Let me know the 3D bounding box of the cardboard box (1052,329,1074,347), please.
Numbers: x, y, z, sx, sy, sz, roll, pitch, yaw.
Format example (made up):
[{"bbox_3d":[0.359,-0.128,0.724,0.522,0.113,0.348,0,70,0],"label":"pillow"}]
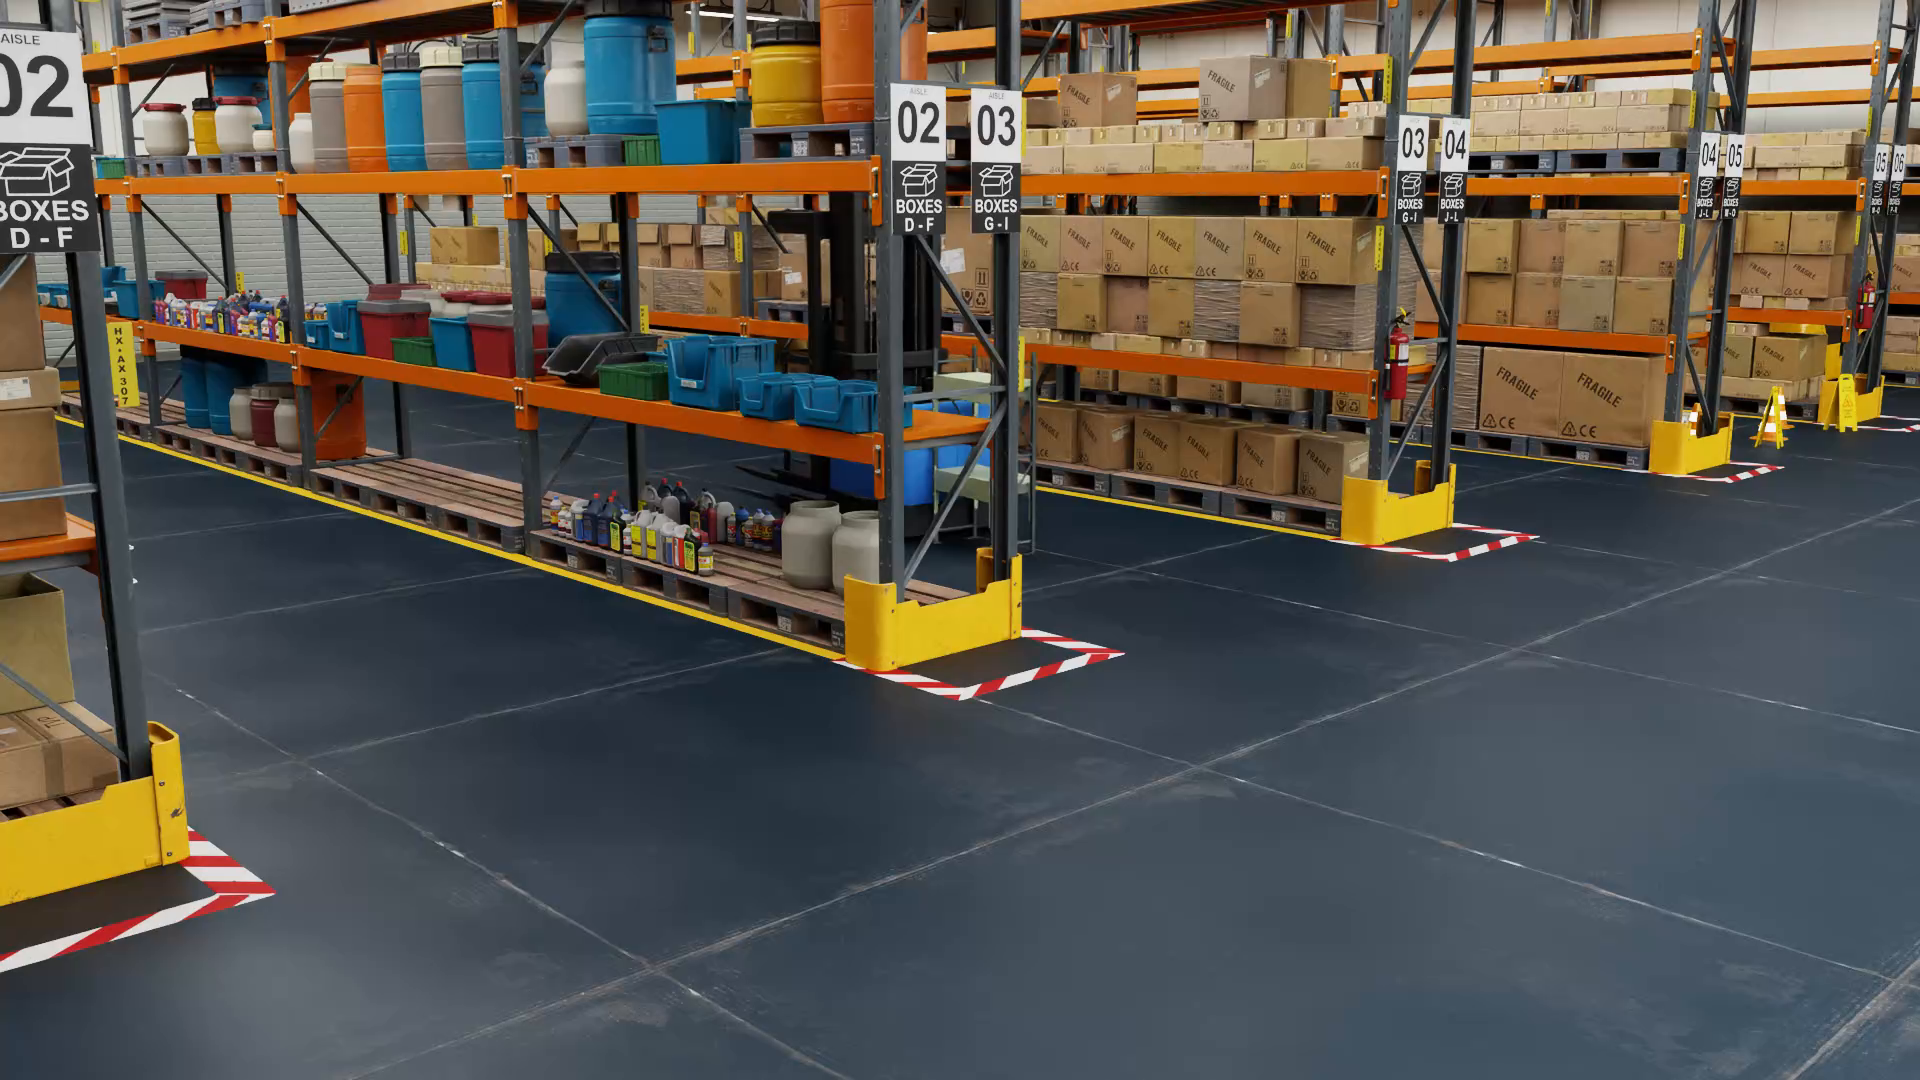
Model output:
[{"bbox_3d":[1.050,-1.834,15.002,0.380,0.149,0.250,-11,16,-43],"label":"cardboard box"}]

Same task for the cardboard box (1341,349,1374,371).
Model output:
[{"bbox_3d":[3.179,-1.407,12.931,0.380,0.149,0.250,-11,16,-43],"label":"cardboard box"}]

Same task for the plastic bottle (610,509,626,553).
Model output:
[{"bbox_3d":[-2.348,-0.063,11.425,0.061,0.283,0.133,-10,15,-40],"label":"plastic bottle"}]

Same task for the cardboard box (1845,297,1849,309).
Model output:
[{"bbox_3d":[10.608,-2.854,19.952,0.380,0.149,0.250,-11,16,-42],"label":"cardboard box"}]

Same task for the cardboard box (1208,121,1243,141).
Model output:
[{"bbox_3d":[2.215,-3.296,13.428,0.250,0.149,0.380,11,16,42],"label":"cardboard box"}]

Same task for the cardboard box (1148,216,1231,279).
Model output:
[{"bbox_3d":[1.935,-2.467,13.991,0.500,0.500,0.500,-11,16,-43],"label":"cardboard box"}]

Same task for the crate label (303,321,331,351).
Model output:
[{"bbox_3d":[-5.562,-1.799,14.625,0.303,0.233,0.416,-11,16,-43],"label":"crate label"}]

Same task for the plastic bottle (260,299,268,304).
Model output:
[{"bbox_3d":[-7.237,-2.378,17.330,0.152,0.276,0.135,-11,16,-43],"label":"plastic bottle"}]

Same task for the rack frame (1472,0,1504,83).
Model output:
[{"bbox_3d":[8.756,-7.696,27.968,1.000,3.000,0.127,-11,16,-43],"label":"rack frame"}]

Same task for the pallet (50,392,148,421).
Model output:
[{"bbox_3d":[-10.565,-1.671,20.498,1.003,0.211,1.213,-11,16,-43],"label":"pallet"}]

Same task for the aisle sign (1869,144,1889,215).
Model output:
[{"bbox_3d":[10.526,-4.122,19.044,0.394,0.787,0.004,-11,16,-43],"label":"aisle sign"}]

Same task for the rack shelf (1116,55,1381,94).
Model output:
[{"bbox_3d":[3.039,-5.460,19.884,1.077,0.370,4.000,-11,16,-43],"label":"rack shelf"}]

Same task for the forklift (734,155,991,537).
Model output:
[{"bbox_3d":[-0.896,-1.687,13.838,1.130,2.935,3.031,-8,14,-35],"label":"forklift"}]

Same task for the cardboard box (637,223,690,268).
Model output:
[{"bbox_3d":[-3.408,-3.527,19.862,0.797,0.503,0.637,-10,15,-41],"label":"cardboard box"}]

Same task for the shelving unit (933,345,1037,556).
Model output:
[{"bbox_3d":[0.176,-0.667,12.431,0.431,1.500,0.755,-8,14,-35],"label":"shelving unit"}]

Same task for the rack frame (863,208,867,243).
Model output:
[{"bbox_3d":[-1.104,-3.945,24.627,1.000,3.000,0.127,-11,16,-43],"label":"rack frame"}]

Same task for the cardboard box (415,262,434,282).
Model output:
[{"bbox_3d":[-7.388,-3.817,23.640,0.500,0.250,0.500,11,16,44],"label":"cardboard box"}]

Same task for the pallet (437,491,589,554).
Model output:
[{"bbox_3d":[-3.389,-0.154,13.138,1.003,0.211,1.213,-11,16,-43],"label":"pallet"}]

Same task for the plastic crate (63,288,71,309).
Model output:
[{"bbox_3d":[-10.264,-2.836,19.508,0.416,0.233,0.300,-11,16,-43],"label":"plastic crate"}]

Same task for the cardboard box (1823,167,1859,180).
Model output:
[{"bbox_3d":[10.244,-4.258,19.332,0.380,0.149,0.250,-11,16,-42],"label":"cardboard box"}]

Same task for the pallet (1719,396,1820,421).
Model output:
[{"bbox_3d":[10.105,-1.667,20.481,1.003,0.211,1.213,-11,16,-43],"label":"pallet"}]

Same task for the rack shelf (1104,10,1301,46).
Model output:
[{"bbox_3d":[4.612,-9.848,31.955,1.077,0.370,4.000,-11,16,-43],"label":"rack shelf"}]

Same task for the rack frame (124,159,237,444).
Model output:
[{"bbox_3d":[-8.344,-2.579,17.994,1.000,3.000,0.127,-11,16,-43],"label":"rack frame"}]

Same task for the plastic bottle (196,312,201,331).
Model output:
[{"bbox_3d":[-7.600,-2.205,16.672,0.097,0.201,0.097,0,12,0],"label":"plastic bottle"}]

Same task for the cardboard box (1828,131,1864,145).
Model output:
[{"bbox_3d":[10.246,-4.643,19.228,0.380,0.149,0.250,-11,16,-42],"label":"cardboard box"}]

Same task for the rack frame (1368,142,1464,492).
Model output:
[{"bbox_3d":[3.525,-1.517,12.843,1.000,3.000,0.127,-11,16,-43],"label":"rack frame"}]

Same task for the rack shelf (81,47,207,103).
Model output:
[{"bbox_3d":[-9.725,-5.261,18.918,1.077,0.370,4.000,-11,16,-43],"label":"rack shelf"}]

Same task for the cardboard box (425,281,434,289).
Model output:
[{"bbox_3d":[-7.339,-3.594,23.547,0.380,0.149,0.250,-11,16,-43],"label":"cardboard box"}]

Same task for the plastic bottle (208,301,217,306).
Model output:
[{"bbox_3d":[-7.550,-2.283,16.868,0.152,0.276,0.135,-11,16,-43],"label":"plastic bottle"}]

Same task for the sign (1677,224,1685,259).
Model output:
[{"bbox_3d":[6.781,-2.803,15.629,0.100,0.325,0.005,-11,16,-43],"label":"sign"}]

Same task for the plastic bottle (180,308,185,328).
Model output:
[{"bbox_3d":[-7.919,-2.272,16.999,0.097,0.201,0.097,0,12,0],"label":"plastic bottle"}]

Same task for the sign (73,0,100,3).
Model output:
[{"bbox_3d":[-3.236,-2.150,6.118,0.100,0.325,0.005,-11,16,-43],"label":"sign"}]

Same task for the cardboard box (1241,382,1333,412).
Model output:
[{"bbox_3d":[3.927,-1.960,19.523,1.050,0.750,0.750,-11,16,-43],"label":"cardboard box"}]

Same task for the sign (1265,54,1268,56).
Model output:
[{"bbox_3d":[5.588,-8.704,30.345,0.100,0.325,0.005,-11,16,-43],"label":"sign"}]

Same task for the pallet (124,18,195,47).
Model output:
[{"bbox_3d":[-7.750,-5.112,16.882,1.003,0.211,1.213,-11,16,-43],"label":"pallet"}]

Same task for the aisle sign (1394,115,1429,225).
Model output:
[{"bbox_3d":[3.351,-2.740,12.334,0.394,0.787,0.004,-11,16,-43],"label":"aisle sign"}]

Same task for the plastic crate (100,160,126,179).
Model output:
[{"bbox_3d":[-8.855,-3.964,17.808,0.450,0.188,0.662,-11,16,-43],"label":"plastic crate"}]

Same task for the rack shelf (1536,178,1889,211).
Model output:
[{"bbox_3d":[9.312,-4.307,20.733,1.077,0.370,4.000,-11,16,-43],"label":"rack shelf"}]

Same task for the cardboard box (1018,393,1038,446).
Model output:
[{"bbox_3d":[0.355,-1.185,16.334,0.500,0.500,0.700,10,15,41],"label":"cardboard box"}]

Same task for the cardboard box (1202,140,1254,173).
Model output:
[{"bbox_3d":[2.314,-3.097,13.446,0.500,0.250,0.500,-10,16,-41],"label":"cardboard box"}]

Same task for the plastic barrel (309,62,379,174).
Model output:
[{"bbox_3d":[-5.171,-3.559,14.078,0.600,0.901,0.600,0,12,0],"label":"plastic barrel"}]

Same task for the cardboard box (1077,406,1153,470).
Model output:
[{"bbox_3d":[1.411,-0.936,15.176,0.500,0.500,0.500,-5,13,-25],"label":"cardboard box"}]

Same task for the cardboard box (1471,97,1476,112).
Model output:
[{"bbox_3d":[5.306,-4.483,17.161,0.380,0.149,0.250,-11,16,-43],"label":"cardboard box"}]

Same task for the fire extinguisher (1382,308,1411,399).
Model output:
[{"bbox_3d":[3.271,-1.399,12.458,0.296,0.674,0.183,-11,16,-43],"label":"fire extinguisher"}]

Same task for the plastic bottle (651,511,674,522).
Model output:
[{"bbox_3d":[-2.048,-0.052,11.388,0.152,0.276,0.135,-11,16,-43],"label":"plastic bottle"}]

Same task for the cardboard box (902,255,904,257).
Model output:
[{"bbox_3d":[-0.626,-3.939,23.441,0.250,0.149,0.380,11,16,43],"label":"cardboard box"}]

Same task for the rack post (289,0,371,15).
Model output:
[{"bbox_3d":[-4.241,-4.723,13.038,1.013,1.000,3.121,-11,16,-43],"label":"rack post"}]

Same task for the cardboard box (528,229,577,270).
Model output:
[{"bbox_3d":[-5.272,-3.738,21.398,0.500,0.500,0.500,-10,15,-41],"label":"cardboard box"}]

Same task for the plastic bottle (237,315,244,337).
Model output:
[{"bbox_3d":[-6.866,-2.050,15.918,0.097,0.201,0.097,0,12,0],"label":"plastic bottle"}]

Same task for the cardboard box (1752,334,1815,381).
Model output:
[{"bbox_3d":[9.951,-2.205,20.097,0.500,0.500,0.500,-11,16,-42],"label":"cardboard box"}]

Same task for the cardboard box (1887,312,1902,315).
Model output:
[{"bbox_3d":[13.400,-3.183,24.222,0.500,0.250,0.500,-11,16,-43],"label":"cardboard box"}]

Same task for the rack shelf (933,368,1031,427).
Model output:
[{"bbox_3d":[0.176,-1.049,12.353,0.431,0.370,0.720,-8,14,-35],"label":"rack shelf"}]

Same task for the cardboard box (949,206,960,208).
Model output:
[{"bbox_3d":[0.018,-5.917,29.866,0.380,0.149,0.250,-10,15,-41],"label":"cardboard box"}]

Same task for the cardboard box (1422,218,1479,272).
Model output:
[{"bbox_3d":[5.388,-3.159,17.765,0.875,0.550,0.550,-11,16,-43],"label":"cardboard box"}]

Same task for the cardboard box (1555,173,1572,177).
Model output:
[{"bbox_3d":[7.969,-4.748,21.712,0.380,0.149,0.250,-11,16,-43],"label":"cardboard box"}]

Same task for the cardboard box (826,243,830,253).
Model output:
[{"bbox_3d":[-1.643,-4.171,24.738,0.500,0.500,0.500,-11,16,-42],"label":"cardboard box"}]

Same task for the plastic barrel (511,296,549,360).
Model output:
[{"bbox_3d":[-3.321,-1.648,13.139,0.433,0.535,0.433,0,12,0],"label":"plastic barrel"}]
